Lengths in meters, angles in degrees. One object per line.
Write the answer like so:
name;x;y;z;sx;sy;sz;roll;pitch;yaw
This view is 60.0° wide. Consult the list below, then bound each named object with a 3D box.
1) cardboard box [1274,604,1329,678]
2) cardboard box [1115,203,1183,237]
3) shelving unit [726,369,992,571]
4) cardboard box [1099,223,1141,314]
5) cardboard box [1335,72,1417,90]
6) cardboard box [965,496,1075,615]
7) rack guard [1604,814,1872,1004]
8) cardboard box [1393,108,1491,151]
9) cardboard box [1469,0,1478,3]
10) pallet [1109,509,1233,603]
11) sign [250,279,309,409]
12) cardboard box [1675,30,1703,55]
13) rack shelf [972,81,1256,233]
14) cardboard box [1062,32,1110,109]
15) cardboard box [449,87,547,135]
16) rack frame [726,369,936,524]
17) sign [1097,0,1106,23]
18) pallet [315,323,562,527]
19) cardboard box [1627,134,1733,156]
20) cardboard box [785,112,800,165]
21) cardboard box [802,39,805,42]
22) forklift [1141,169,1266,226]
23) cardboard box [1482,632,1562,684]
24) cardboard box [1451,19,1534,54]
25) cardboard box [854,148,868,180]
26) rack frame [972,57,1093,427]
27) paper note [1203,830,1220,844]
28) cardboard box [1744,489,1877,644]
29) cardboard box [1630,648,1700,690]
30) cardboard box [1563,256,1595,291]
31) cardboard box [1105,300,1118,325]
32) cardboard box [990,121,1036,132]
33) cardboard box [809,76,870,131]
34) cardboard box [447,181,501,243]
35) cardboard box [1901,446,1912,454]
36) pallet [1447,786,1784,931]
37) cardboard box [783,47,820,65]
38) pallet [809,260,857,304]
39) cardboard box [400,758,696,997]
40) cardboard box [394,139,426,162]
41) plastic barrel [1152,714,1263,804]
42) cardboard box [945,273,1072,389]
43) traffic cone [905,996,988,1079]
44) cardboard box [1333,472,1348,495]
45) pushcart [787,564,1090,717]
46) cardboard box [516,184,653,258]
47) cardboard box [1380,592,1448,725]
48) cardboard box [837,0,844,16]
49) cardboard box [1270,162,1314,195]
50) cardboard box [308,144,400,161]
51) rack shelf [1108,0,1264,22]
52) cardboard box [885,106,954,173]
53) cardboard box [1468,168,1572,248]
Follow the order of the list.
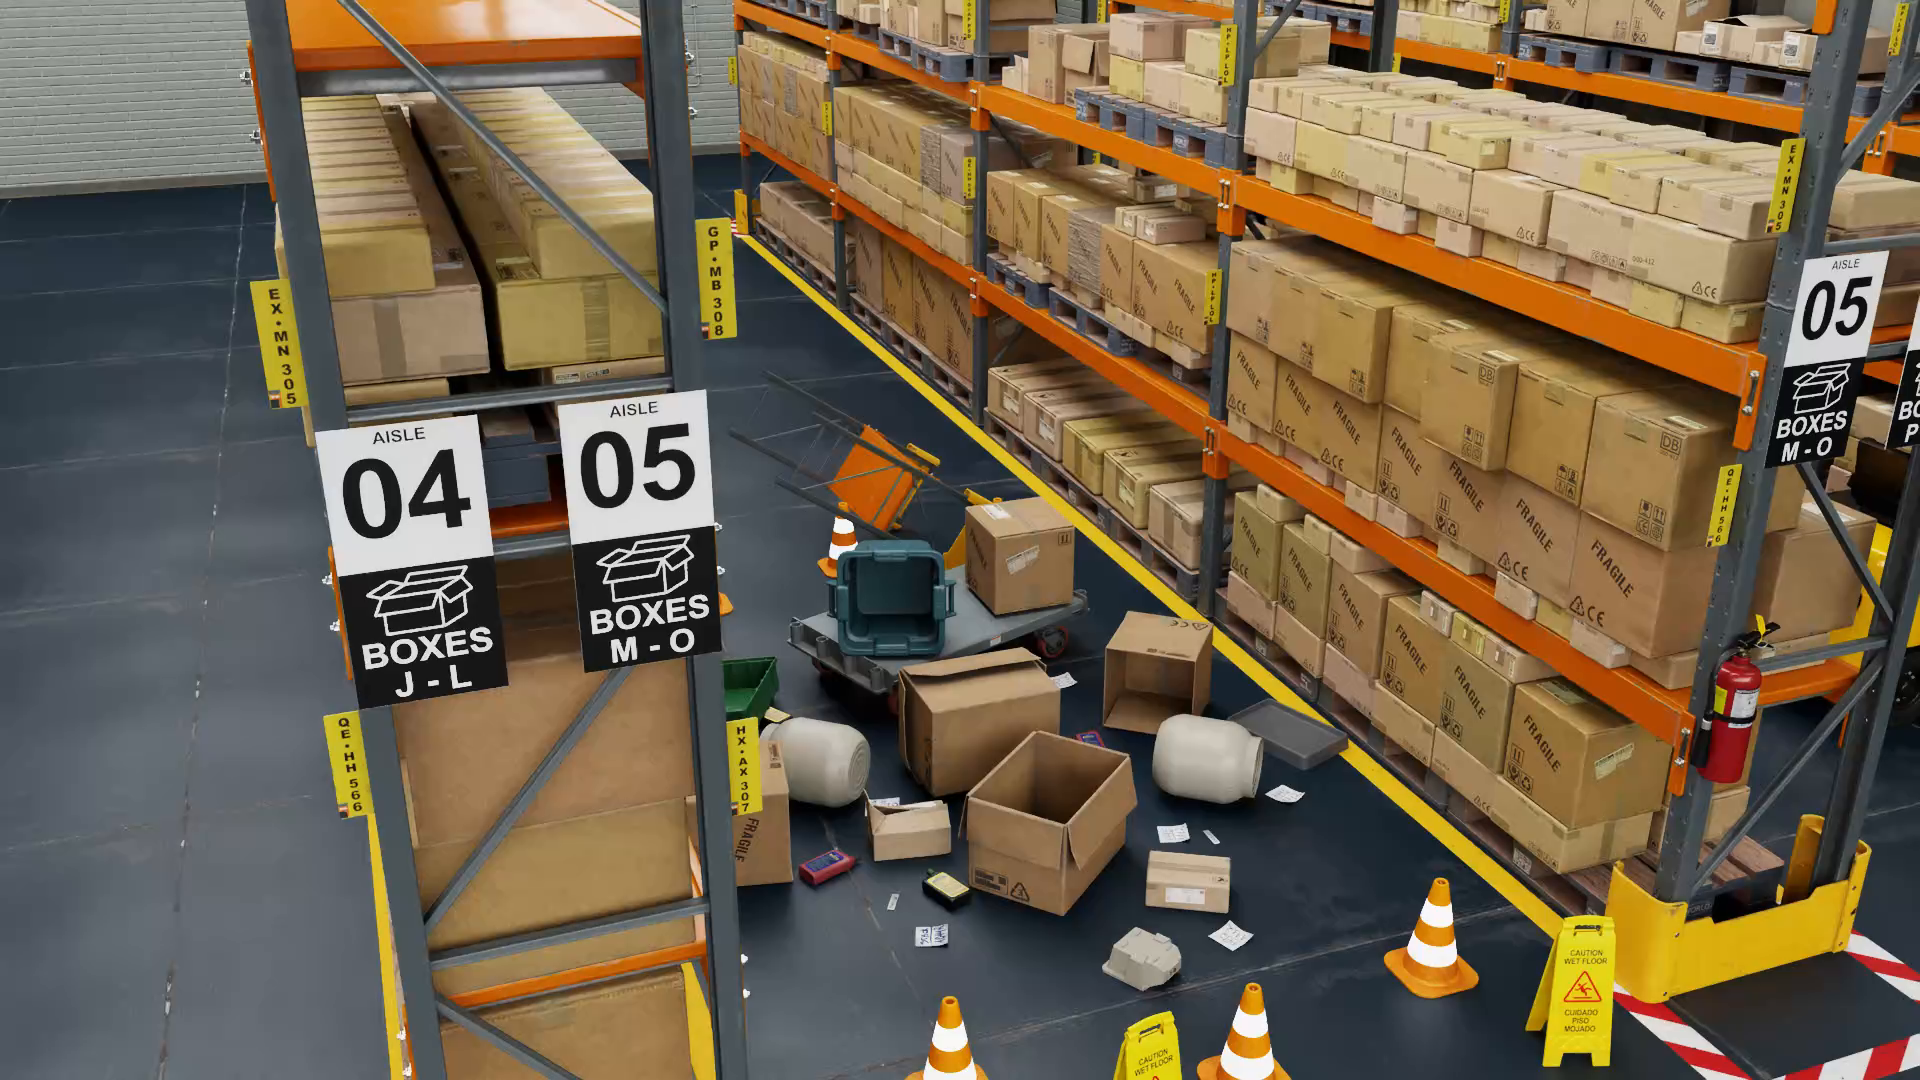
cardboard box;2.161;0.546;9.593;0.500;0.250;0.500;-7;24;-16
cardboard box;1.257;-2.129;11.051;0.380;0.149;0.250;-9;25;-21
shelving unit;-0.669;-0.453;11.089;1.500;0.587;1.083;28;7;-32
cardboard box;1.275;-1.853;11.232;0.500;0.500;0.500;-7;24;-17
cardboard box;2.322;-2.520;9.302;0.380;0.149;0.250;-8;24;-18
cardboard box;0.351;0.086;9.926;0.500;0.500;0.500;-8;24;-19
rack guard;3.392;1.606;7.296;1.175;0.500;0.348;-8;24;-19
cardboard box;2.323;-1.981;8.022;0.380;0.149;0.250;-9;24;-20
cardboard box;4.843;-4.936;15.033;0.380;0.149;0.250;-9;25;-21
pallet;1.729;0.031;11.405;1.003;0.211;1.213;-8;24;-19
sign;-1.689;-0.487;4.142;0.100;0.325;0.005;-8;24;-19
cardboard box;5.703;-3.798;12.691;0.380;0.149;0.250;-9;24;-20
rack shelf;1.299;-2.749;11.474;1.077;0.370;4.000;-8;24;-19
cardboard box;1.158;-3.305;11.733;0.797;0.503;0.637;-8;24;-19
cardboard box;-1.897;-1.766;6.843;0.380;0.149;0.250;-8;24;-18
rack frame;-0.870;-0.627;11.511;1.500;0.500;0.032;28;7;-32
sign;1.101;-4.119;13.133;0.100;0.325;0.005;-8;24;-19
pallet;-1.448;-0.412;5.117;1.003;0.211;1.213;-8;24;-19
cardboard box;3.153;-1.676;7.300;0.380;0.149;0.250;-8;24;-19
cardboard box;-1.602;-4.425;18.257;0.500;0.500;0.500;-9;24;-20
cardboard box;-1.637;-5.863;19.548;0.380;0.149;0.250;-9;24;-20
forklift;2.188;-2.528;13.974;1.130;2.935;3.031;-8;24;-19
cardboard box;2.699;0.531;7.826;0.380;0.149;0.250;-8;24;-17
cardboard box;4.827;-4.574;15.070;0.500;0.250;0.500;-9;25;-21
cardboard box;-0.718;-3.655;16.110;0.500;0.250;0.500;-8;24;-18
rack frame;0.593;-2.425;13.641;1.000;3.000;0.127;-8;24;-19
paper note;1.247;1.472;8.244;0.032;0.001;0.123;-8;24;-19
cardboard box;3.511;0.088;7.166;0.500;0.500;0.500;-9;24;-20
cardboard box;3.087;0.491;7.046;0.380;0.149;0.250;-8;24;-17
cardboard box;2.823;-1.164;7.112;0.380;0.149;0.250;-8;24;-19
cardboard box;1.219;-1.571;11.398;0.380;0.149;0.250;-8;24;-19
cardboard box;0.463;-3.323;14.357;0.500;0.500;0.500;-8;24;-19
cardboard box;-1.245;-4.519;17.193;0.500;0.500;0.500;-9;24;-19
cardboard box;-1.466;-1.070;5.706;0.500;0.250;0.500;-9;24;-19
cardboard box;6.697;-0.635;11.107;0.500;0.250;0.500;-8;24;-19
pallet;3.138;1.439;8.064;1.003;0.211;1.213;-8;24;-19
cardboard box;-1.720;-5.313;18.242;0.380;0.149;0.250;-8;24;-19
pallet;-1.016;-2.880;18.312;1.003;0.211;1.213;-8;24;-19
cardboard box;-1.350;1.000;5.322;0.875;0.550;0.550;-8;24;-19
cardboard box;-2.320;-1.363;6.400;0.500;0.250;0.500;-9;24;-20
plastic barrel;1.273;1.126;8.533;0.512;0.421;0.421;8;24;18
cardboard box;0.426;-1.902;14.595;0.875;0.875;0.875;-9;24;-19
traffic cone;-0.036;1.979;6.459;0.336;0.463;0.334;-8;24;-19
cardboard box;2.255;-0.333;9.002;0.380;0.149;0.250;-8;24;-19
pushcart;-0.110;0.568;9.917;1.648;0.377;0.936;-18;29;-37
cardboard box;-1.084;-0.932;4.864;0.380;0.149;0.250;-8;24;-19
cardboard box;2.533;0.581;8.544;0.500;0.500;0.500;-9;24;-20
cardboard box;-0.971;-5.162;15.906;0.396;0.266;0.258;-9;24;-19
cardboard box;1.924;-1.988;9.066;0.380;0.149;0.250;-8;24;-19
cardboard box;-2.062;-1.214;5.533;0.380;0.149;0.250;-9;24;-20
rack shelf;3.115;-6.338;19.990;1.077;0.370;4.000;-8;24;-19
cardboard box;-0.365;-3.635;15.097;0.500;0.500;0.500;-9;24;-20
cardboard box;2.622;-1.488;7.367;0.500;0.250;0.500;-8;24;-18
